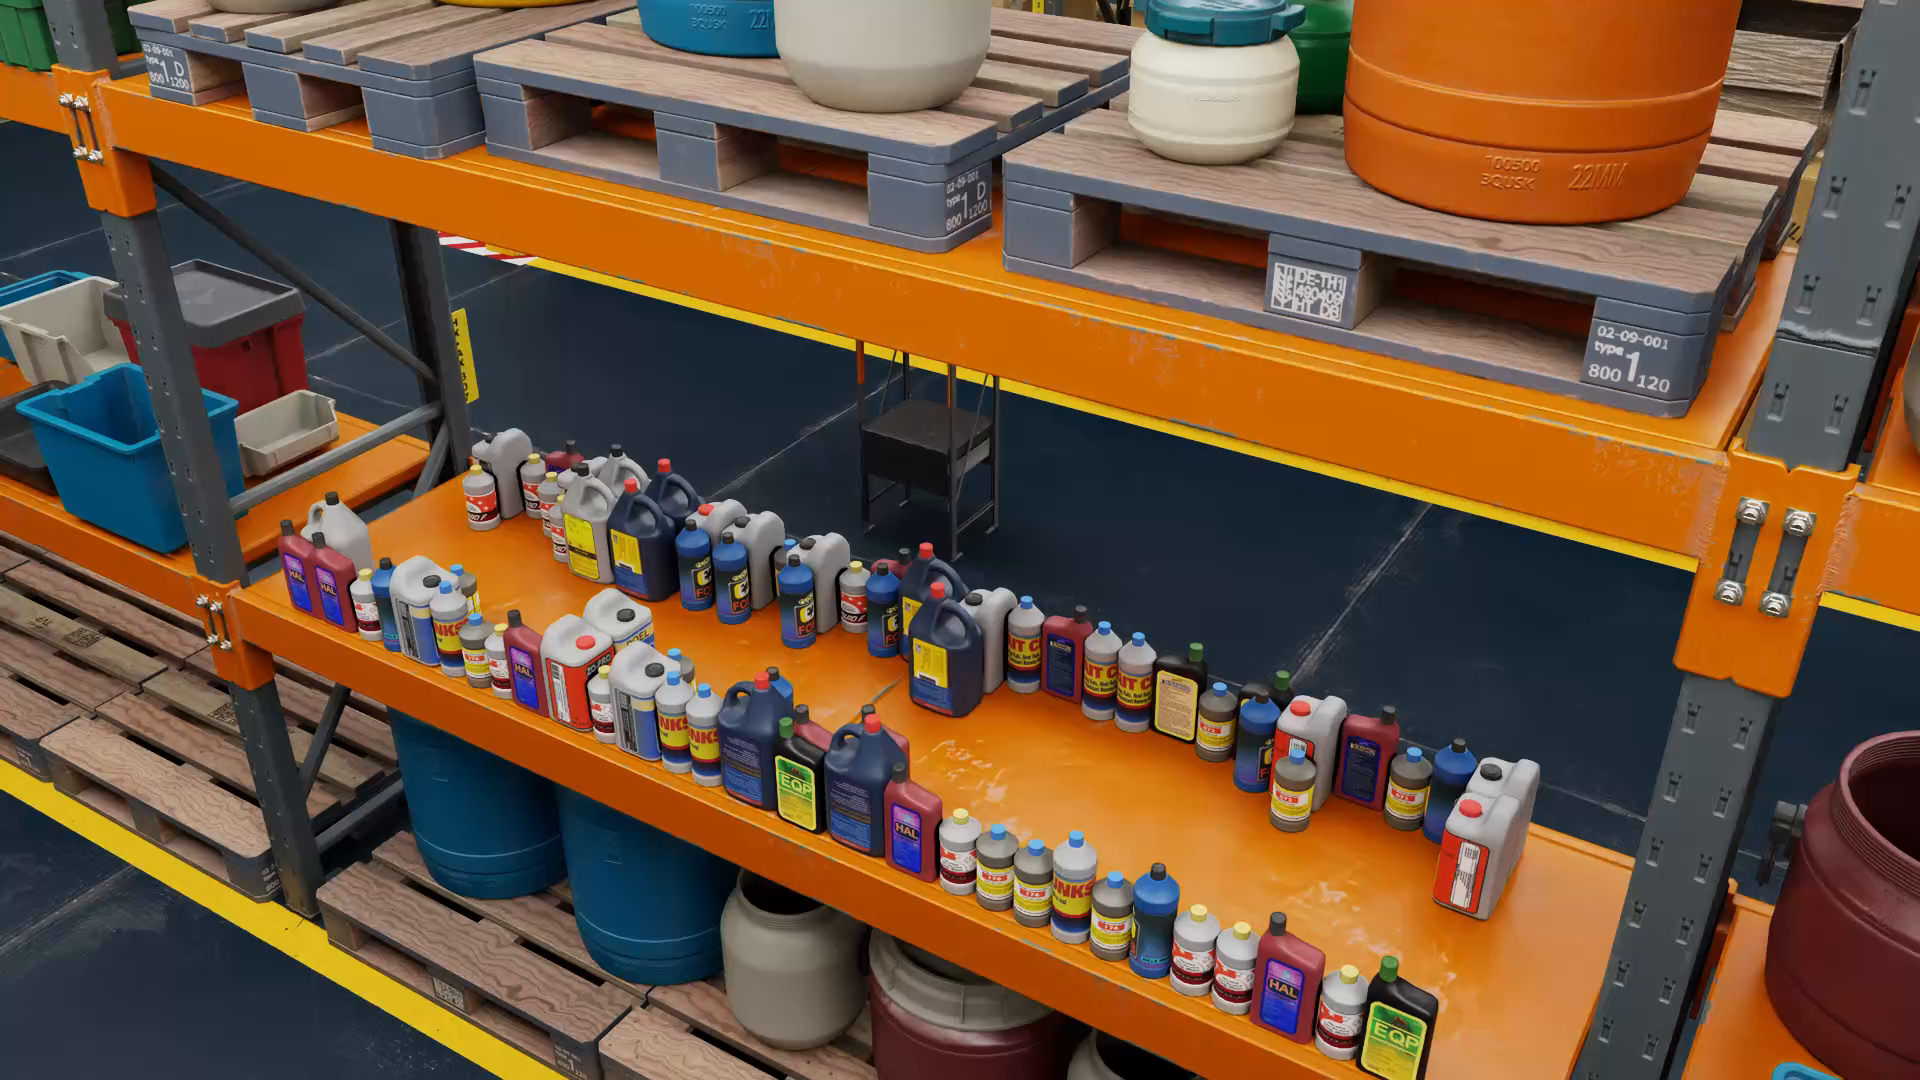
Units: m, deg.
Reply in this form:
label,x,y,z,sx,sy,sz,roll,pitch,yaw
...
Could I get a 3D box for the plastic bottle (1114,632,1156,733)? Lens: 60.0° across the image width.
label,x,y,z,sx,sy,sz,roll,pitch,yaw
plastic bottle,0.453,0.360,4.284,0.097,0.271,0.097,0,30,0

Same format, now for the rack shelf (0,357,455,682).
label,x,y,z,sx,sy,sz,roll,pitch,yaw
rack shelf,-3.650,-0.474,6.300,4.000,0.370,1.077,18,35,27

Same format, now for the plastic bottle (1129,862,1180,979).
label,x,y,z,sx,sy,sz,roll,pitch,yaw
plastic bottle,0.414,0.799,3.532,0.097,0.271,0.097,0,30,0

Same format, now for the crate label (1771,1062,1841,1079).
label,x,y,z,sx,sy,sz,roll,pitch,yaw
crate label,1.589,1.167,2.938,0.416,0.233,0.303,18,35,27

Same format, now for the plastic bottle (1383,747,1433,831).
label,x,y,z,sx,sy,sz,roll,pitch,yaw
plastic bottle,1.071,0.585,3.967,0.097,0.201,0.097,0,30,0

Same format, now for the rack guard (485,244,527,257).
label,x,y,z,sx,sy,sz,roll,pitch,yaw
rack guard,-2.732,-2.362,11.302,0.348,0.500,1.175,18,35,27

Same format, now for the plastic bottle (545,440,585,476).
label,x,y,z,sx,sy,sz,roll,pitch,yaw
plastic bottle,-1.231,-0.189,5.213,0.133,0.283,0.061,18,35,27

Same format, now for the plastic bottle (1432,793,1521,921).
label,x,y,z,sx,sy,sz,roll,pitch,yaw
plastic bottle,1.156,0.687,3.719,0.135,0.276,0.152,18,35,27

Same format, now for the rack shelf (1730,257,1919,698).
label,x,y,z,sx,sy,sz,roll,pitch,yaw
rack shelf,3.125,0.373,1.871,4.000,0.370,1.077,18,35,27

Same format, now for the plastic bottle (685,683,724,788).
label,x,y,z,sx,sy,sz,roll,pitch,yaw
plastic bottle,-0.620,0.472,4.092,0.097,0.271,0.097,0,30,0

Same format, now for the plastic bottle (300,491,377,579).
label,x,y,z,sx,sy,sz,roll,pitch,yaw
plastic bottle,-1.796,0.015,4.796,0.185,0.351,0.144,18,35,27

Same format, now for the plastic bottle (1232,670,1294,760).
label,x,y,z,sx,sy,sz,roll,pitch,yaw
plastic bottle,0.756,0.439,4.136,0.133,0.283,0.061,18,35,27

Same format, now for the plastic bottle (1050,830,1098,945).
label,x,y,z,sx,sy,sz,roll,pitch,yaw
plastic bottle,0.249,0.747,3.621,0.097,0.271,0.097,0,30,0

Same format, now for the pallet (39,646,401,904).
label,x,y,z,sx,sy,sz,roll,pitch,yaw
pallet,-2.600,0.775,6.213,1.213,0.211,1.003,18,35,27

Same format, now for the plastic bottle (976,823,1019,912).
label,x,y,z,sx,sy,sz,roll,pitch,yaw
plastic bottle,0.084,0.725,3.728,0.097,0.201,0.097,0,30,0

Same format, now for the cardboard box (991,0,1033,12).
label,x,y,z,sx,sy,sz,roll,pitch,yaw
cardboard box,0.145,-2.760,8.613,0.500,0.500,0.500,19,35,29

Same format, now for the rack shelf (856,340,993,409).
label,x,y,z,sx,sy,sz,roll,pitch,yaw
rack shelf,-0.140,-0.940,7.304,0.480,0.518,0.431,18,35,27

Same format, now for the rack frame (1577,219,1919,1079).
label,x,y,z,sx,sy,sz,roll,pitch,yaw
rack frame,1.431,0.822,3.364,0.127,3.000,1.000,18,35,27

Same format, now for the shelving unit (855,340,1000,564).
label,x,y,z,sx,sy,sz,roll,pitch,yaw
shelving unit,-0.140,-0.951,7.297,0.503,2.100,0.431,18,35,27

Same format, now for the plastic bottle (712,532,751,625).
label,x,y,z,sx,sy,sz,roll,pitch,yaw
plastic bottle,-0.651,0.101,4.728,0.097,0.271,0.097,0,30,0

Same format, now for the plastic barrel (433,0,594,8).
label,x,y,z,sx,sy,sz,roll,pitch,yaw
plastic barrel,-1.076,-1.650,4.021,0.600,0.588,0.600,0,30,0

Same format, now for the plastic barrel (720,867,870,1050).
label,x,y,z,sx,sy,sz,roll,pitch,yaw
plastic barrel,-0.474,1.176,4.810,0.421,0.512,0.421,0,30,0

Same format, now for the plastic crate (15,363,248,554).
label,x,y,z,sx,sy,sz,roll,pitch,yaw
plastic crate,-2.533,-0.248,5.154,0.575,0.384,0.392,18,35,27

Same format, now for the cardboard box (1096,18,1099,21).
label,x,y,z,sx,sy,sz,roll,pitch,yaw
cardboard box,0.971,-4.270,13.915,0.250,0.149,0.380,16,34,25

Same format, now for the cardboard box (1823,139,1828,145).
label,x,y,z,sx,sy,sz,roll,pitch,yaw
cardboard box,3.798,-1.581,7.384,0.500,0.500,0.500,19,35,29

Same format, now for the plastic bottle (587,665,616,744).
label,x,y,z,sx,sy,sz,roll,pitch,yaw
plastic bottle,-0.899,0.414,4.261,0.097,0.201,0.097,0,30,0

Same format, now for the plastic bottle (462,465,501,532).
label,x,y,z,sx,sy,sz,roll,pitch,yaw
plastic bottle,-1.501,-0.138,5.206,0.097,0.201,0.097,0,30,0

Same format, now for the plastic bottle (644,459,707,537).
label,x,y,z,sx,sy,sz,roll,pitch,yaw
plastic bottle,-0.847,-0.072,4.945,0.185,0.351,0.144,18,35,27

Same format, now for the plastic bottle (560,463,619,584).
label,x,y,z,sx,sy,sz,roll,pitch,yaw
plastic bottle,-1.081,-0.060,4.925,0.185,0.351,0.144,18,35,27

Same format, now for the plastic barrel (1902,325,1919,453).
label,x,y,z,sx,sy,sz,roll,pitch,yaw
plastic barrel,1.532,-0.308,2.213,0.421,0.512,0.421,0,30,0

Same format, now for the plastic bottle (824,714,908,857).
label,x,y,z,sx,sy,sz,roll,pitch,yaw
plastic bottle,-0.219,0.551,3.878,0.185,0.351,0.144,18,35,27

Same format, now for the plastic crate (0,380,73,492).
label,x,y,z,sx,sy,sz,roll,pitch,yaw
plastic crate,-3.047,-0.342,5.572,0.590,0.125,0.437,18,35,27

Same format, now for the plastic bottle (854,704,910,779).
label,x,y,z,sx,sy,sz,roll,pitch,yaw
plastic bottle,-0.186,0.529,3.982,0.133,0.283,0.061,18,35,27

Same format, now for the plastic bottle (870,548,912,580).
label,x,y,z,sx,sy,sz,roll,pitch,yaw
plastic bottle,-0.184,0.142,4.645,0.133,0.283,0.061,18,35,27

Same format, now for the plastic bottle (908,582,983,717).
label,x,y,z,sx,sy,sz,roll,pitch,yaw
plastic bottle,-0.038,0.275,4.351,0.185,0.351,0.144,18,35,27

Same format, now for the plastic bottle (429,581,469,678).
label,x,y,z,sx,sy,sz,roll,pitch,yaw
plastic bottle,-1.373,0.234,4.500,0.097,0.271,0.097,0,30,0

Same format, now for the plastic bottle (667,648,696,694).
label,x,y,z,sx,sy,sz,roll,pitch,yaw
plastic bottle,-0.736,0.375,4.327,0.097,0.201,0.097,0,30,0

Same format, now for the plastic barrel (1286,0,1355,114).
label,x,y,z,sx,sy,sz,roll,pitch,yaw
plastic barrel,0.656,-0.970,3.196,0.294,0.245,0.294,0,30,0

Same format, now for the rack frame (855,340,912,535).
label,x,y,z,sx,sy,sz,roll,pitch,yaw
rack frame,-0.347,-1.017,7.409,0.015,2.100,0.400,18,35,27

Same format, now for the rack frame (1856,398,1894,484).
label,x,y,z,sx,sy,sz,roll,pitch,yaw
rack frame,4.065,-1.292,6.987,0.127,3.000,1.000,18,35,27

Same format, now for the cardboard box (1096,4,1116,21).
label,x,y,z,sx,sy,sz,roll,pitch,yaw
cardboard box,1.249,-4.495,14.299,0.250,0.149,0.380,16,34,25

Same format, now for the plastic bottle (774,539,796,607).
label,x,y,z,sx,sy,sz,roll,pitch,yaw
plastic bottle,-0.487,0.093,4.812,0.097,0.201,0.097,0,30,0

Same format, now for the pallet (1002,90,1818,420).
label,x,y,z,sx,sy,sz,roll,pitch,yaw
pallet,0.836,-0.638,3.078,1.213,0.211,1.003,18,35,27

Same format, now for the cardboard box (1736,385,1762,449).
label,x,y,z,sx,sy,sz,roll,pitch,yaw
cardboard box,3.491,-0.749,7.749,0.875,0.875,1.225,16,34,25

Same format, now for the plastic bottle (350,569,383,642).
label,x,y,z,sx,sy,sz,roll,pitch,yaw
plastic bottle,-1.652,0.176,4.669,0.097,0.201,0.097,0,30,0

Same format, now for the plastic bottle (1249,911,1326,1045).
label,x,y,z,sx,sy,sz,roll,pitch,yaw
plastic bottle,0.667,0.885,3.373,0.133,0.283,0.061,18,35,27

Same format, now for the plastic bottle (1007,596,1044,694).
label,x,y,z,sx,sy,sz,roll,pitch,yaw
plastic bottle,0.175,0.272,4.435,0.097,0.271,0.097,0,30,0
